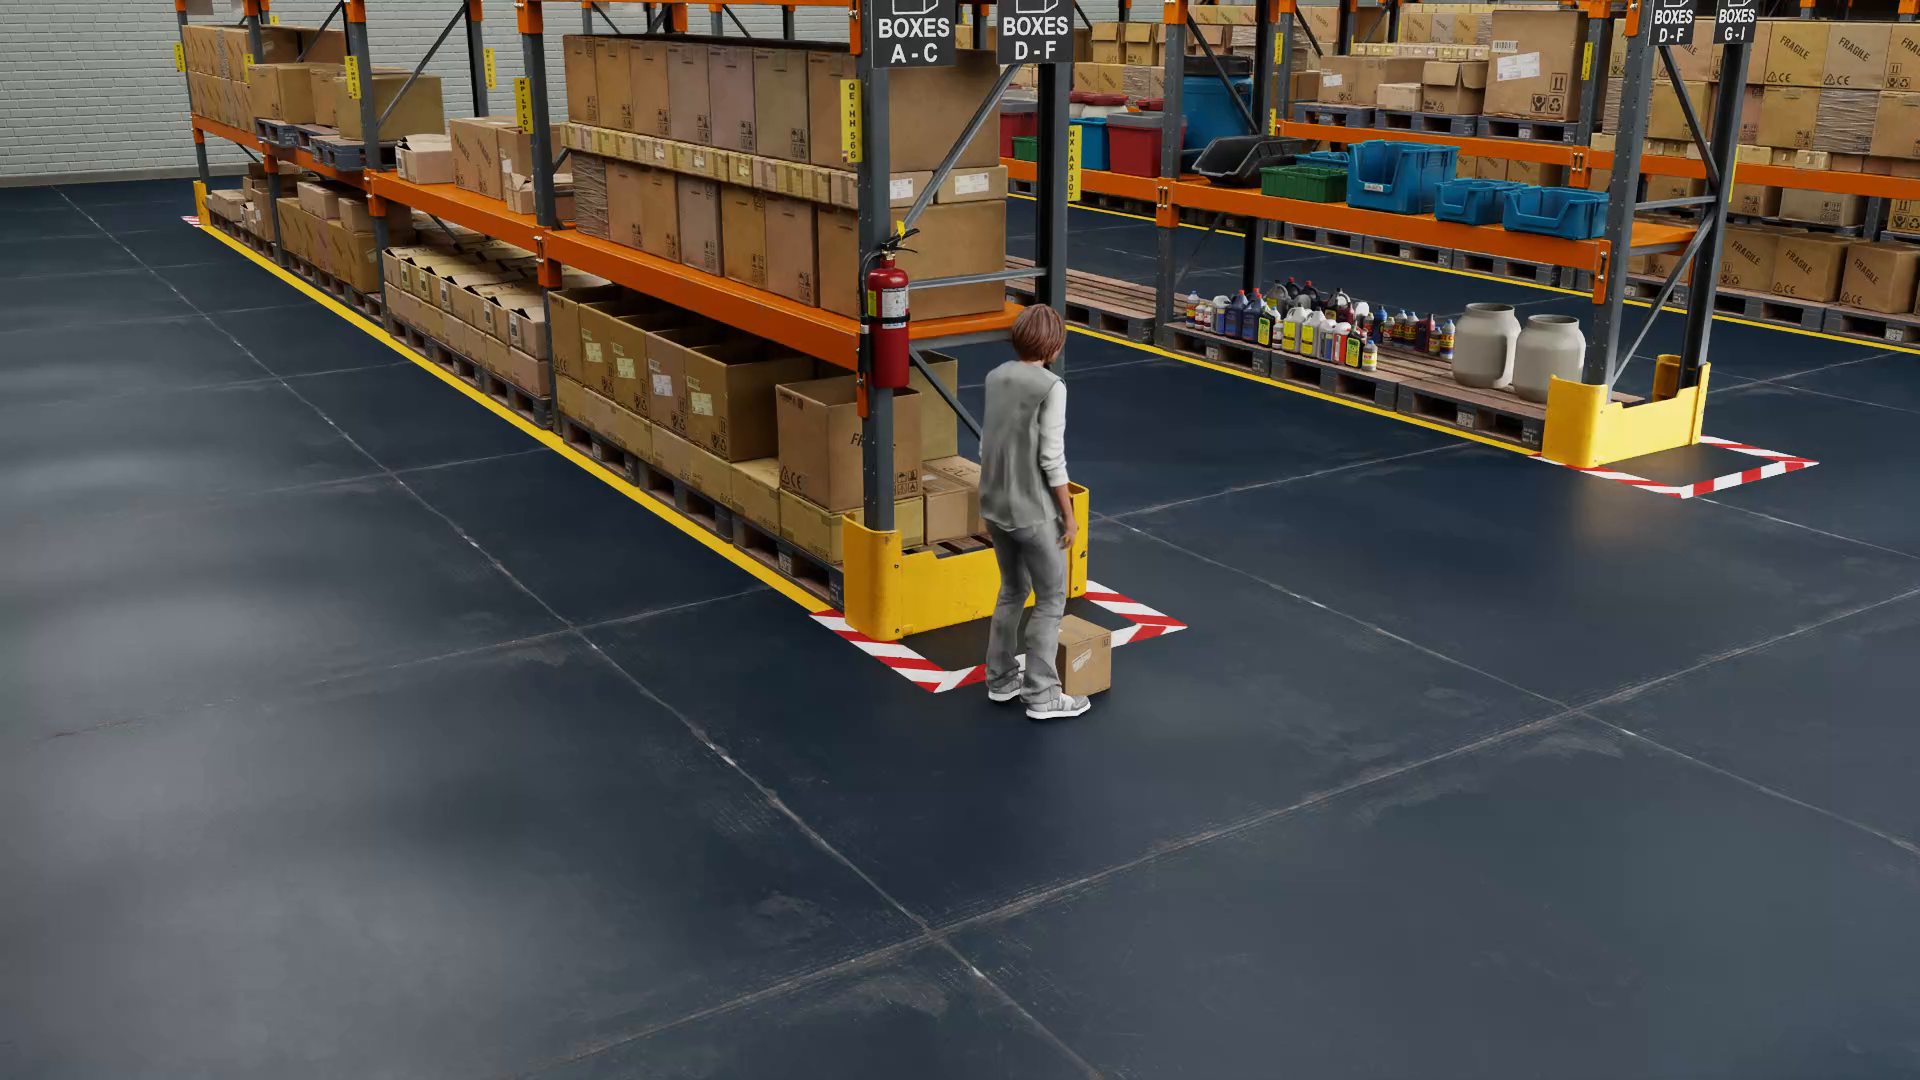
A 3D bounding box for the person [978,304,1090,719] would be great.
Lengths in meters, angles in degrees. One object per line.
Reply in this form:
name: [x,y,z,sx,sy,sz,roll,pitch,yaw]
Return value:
person: [0.257,-0.102,6.386,0.343,1.591,0.464,-15,23,-37]
